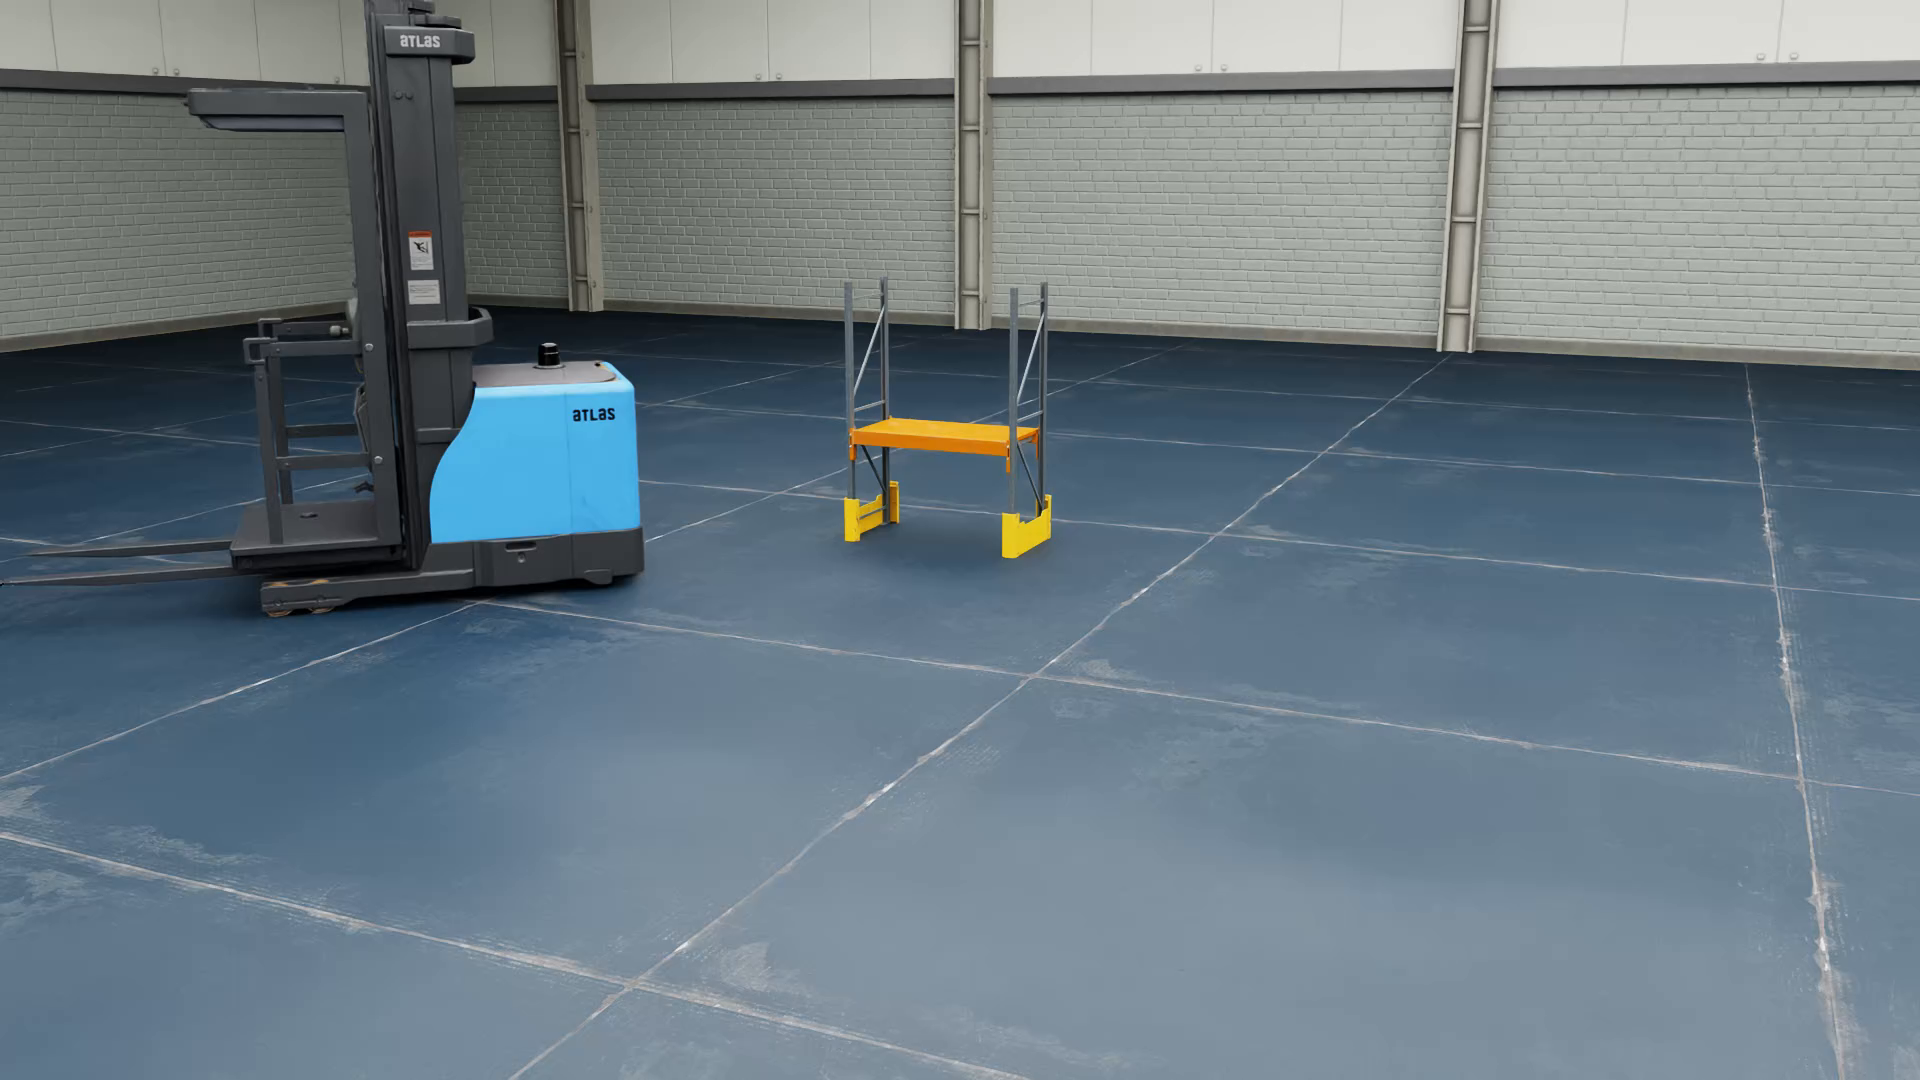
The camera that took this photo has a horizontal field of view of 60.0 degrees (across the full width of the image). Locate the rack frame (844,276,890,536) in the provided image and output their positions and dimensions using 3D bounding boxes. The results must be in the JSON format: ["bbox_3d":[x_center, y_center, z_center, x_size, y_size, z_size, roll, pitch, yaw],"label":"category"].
[{"bbox_3d":[-0.543,-0.785,9.818,0.032,1.500,0.500,6,14,23],"label":"rack frame"}]

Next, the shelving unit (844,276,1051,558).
[{"bbox_3d":[-0.070,-0.737,9.614,1.083,1.500,0.587,6,14,23],"label":"shelving unit"}]

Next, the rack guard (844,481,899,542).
[{"bbox_3d":[-0.525,-0.175,9.953,0.087,0.250,0.587,6,14,23],"label":"rack guard"}]

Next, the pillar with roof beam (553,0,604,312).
[{"bbox_3d":[-7.058,-6.752,18.832,0.400,9.000,9.100,6,14,23],"label":"pillar with roof beam"}]

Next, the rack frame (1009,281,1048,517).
[{"bbox_3d":[0.387,-0.691,9.417,0.032,1.500,0.500,6,14,23],"label":"rack frame"}]

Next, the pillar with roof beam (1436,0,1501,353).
[{"bbox_3d":[3.913,-5.642,14.100,0.400,9.000,9.100,6,14,23],"label":"pillar with roof beam"}]

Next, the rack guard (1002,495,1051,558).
[{"bbox_3d":[0.386,-0.083,9.560,0.087,0.250,0.587,6,14,23],"label":"rack guard"}]

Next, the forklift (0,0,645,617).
[{"bbox_3d":[-3.238,-1.186,8.392,3.031,2.935,1.130,-4,14,-18],"label":"forklift"}]

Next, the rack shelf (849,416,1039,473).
[{"bbox_3d":[-0.078,-0.563,9.658,1.000,0.185,0.538,6,14,23],"label":"rack shelf"}]

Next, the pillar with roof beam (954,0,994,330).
[{"bbox_3d":[-1.573,-6.197,16.466,0.400,9.000,9.100,6,14,23],"label":"pillar with roof beam"}]
